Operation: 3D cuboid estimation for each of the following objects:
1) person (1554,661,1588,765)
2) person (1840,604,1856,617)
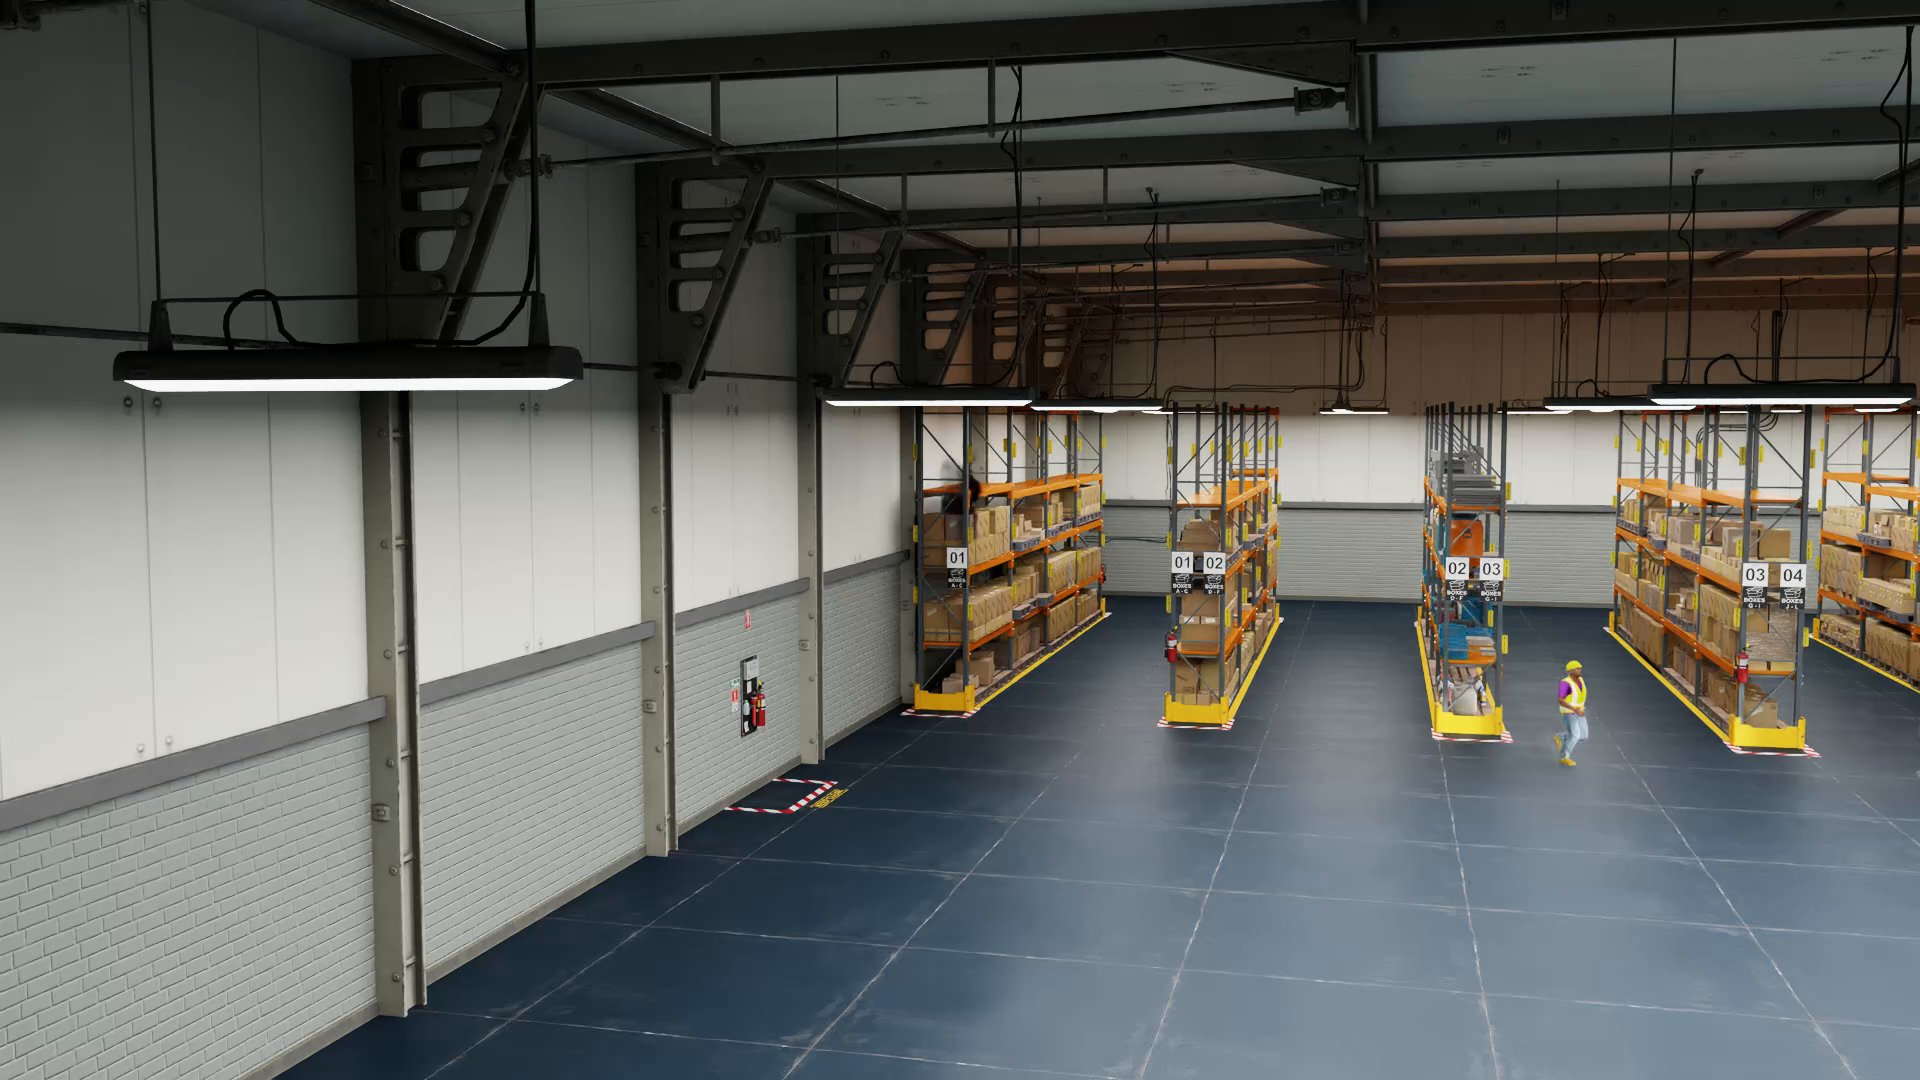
[{"bbox_3d":[10.102,2.841,27.452,0.721,1.725,0.654,-3,5,-38],"label":"person"},{"bbox_3d":[23.501,1.635,43.897,0.861,1.692,0.585,4,6,43],"label":"person"}]
